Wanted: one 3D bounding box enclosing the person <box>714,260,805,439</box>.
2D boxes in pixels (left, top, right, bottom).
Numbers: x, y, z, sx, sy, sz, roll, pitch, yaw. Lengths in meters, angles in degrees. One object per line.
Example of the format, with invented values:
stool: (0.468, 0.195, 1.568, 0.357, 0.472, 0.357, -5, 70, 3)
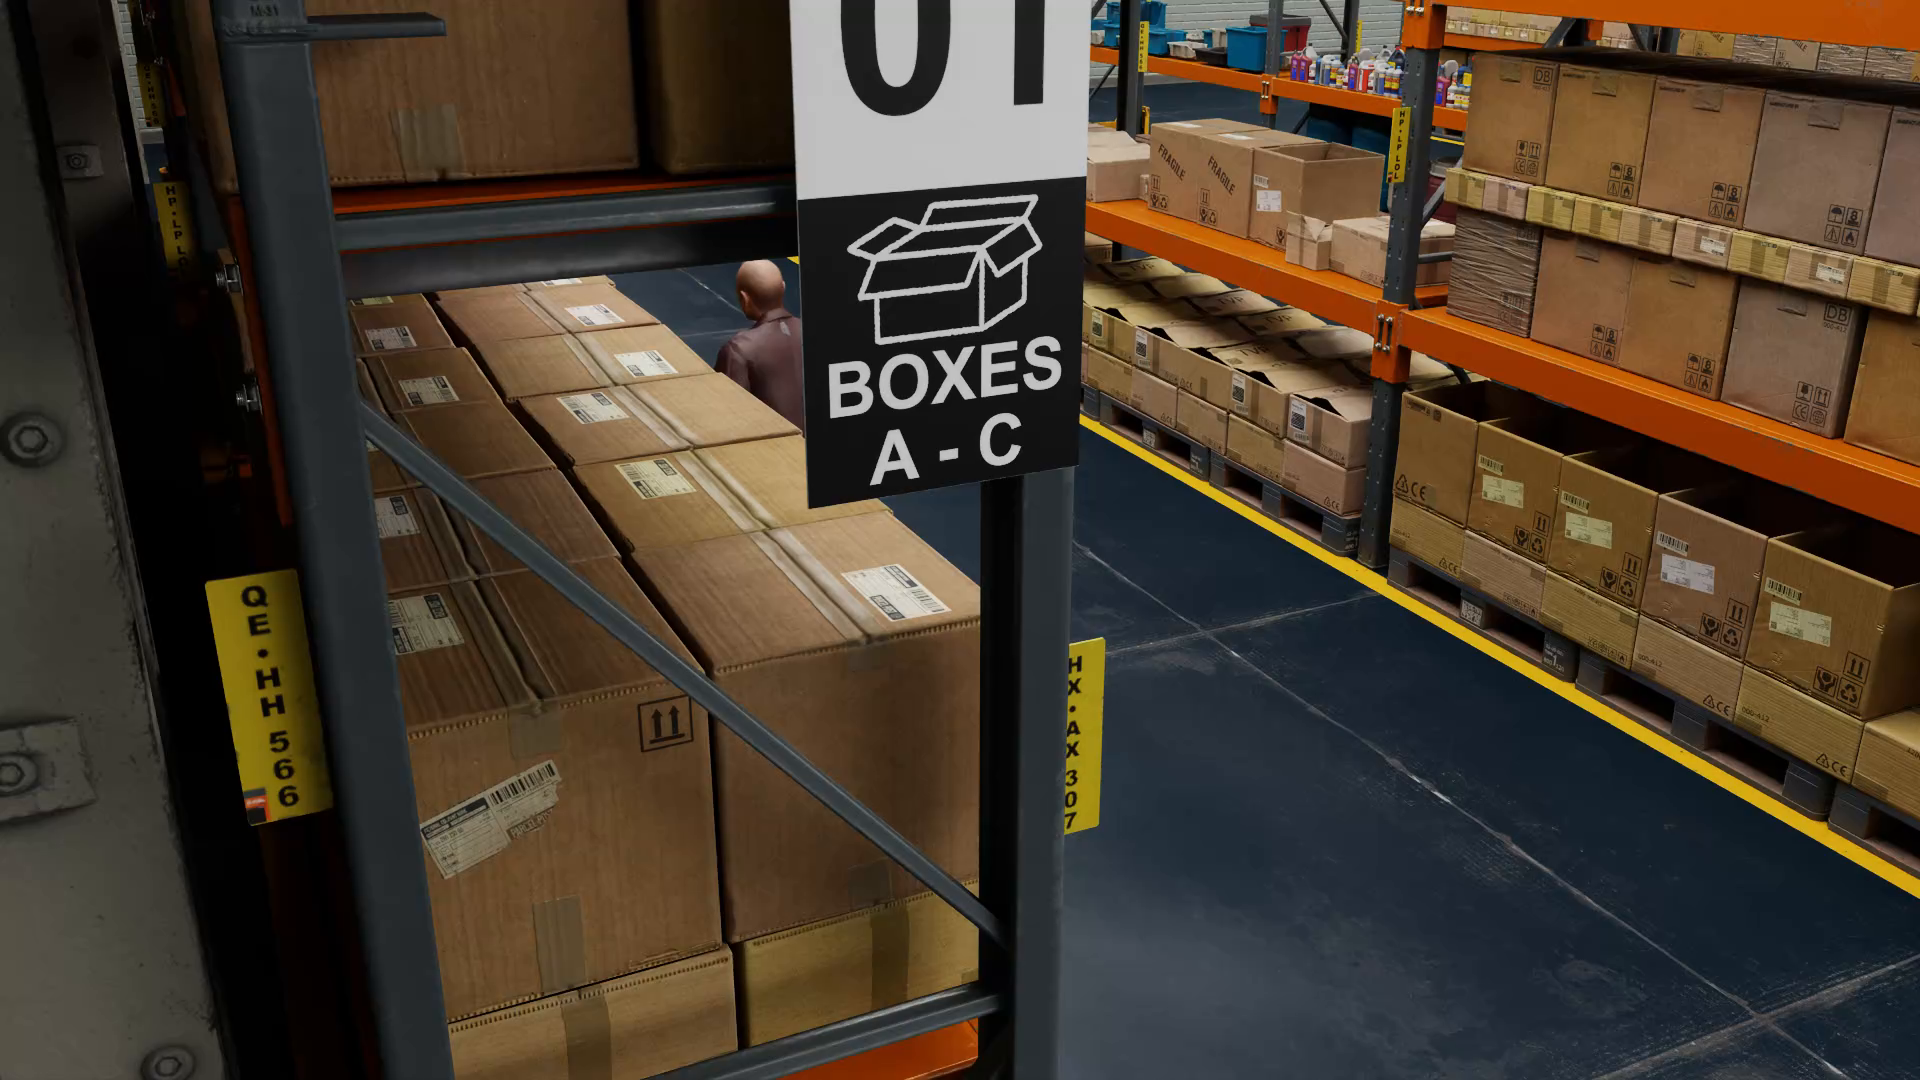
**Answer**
person: (-0.733, -0.261, 6.760, 0.641, 1.773, 0.427, -18, 28, -37)
